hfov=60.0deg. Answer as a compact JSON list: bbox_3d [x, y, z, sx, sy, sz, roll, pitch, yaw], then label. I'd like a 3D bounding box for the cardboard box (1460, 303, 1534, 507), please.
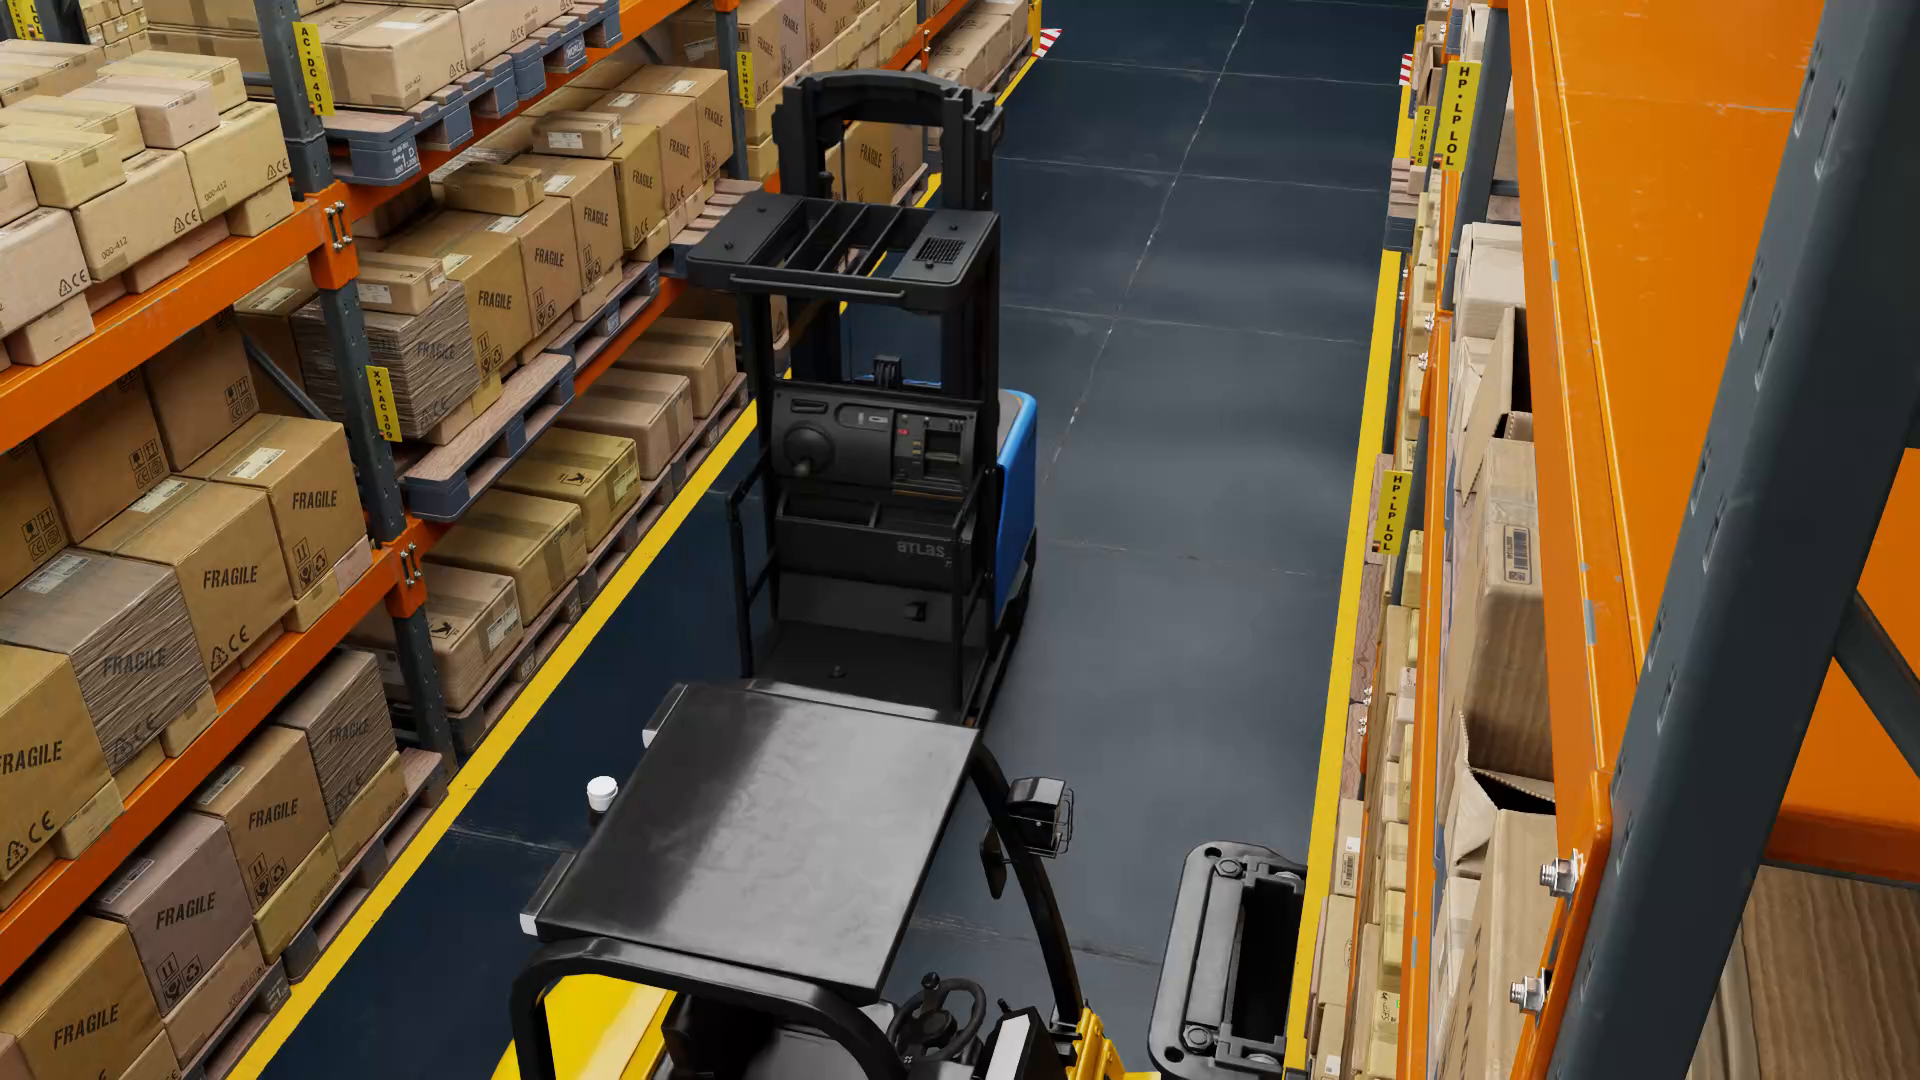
[{"bbox_3d":[1.404,-0.099,3.302,0.797,0.503,0.637,9,34,14],"label":"cardboard box"}]

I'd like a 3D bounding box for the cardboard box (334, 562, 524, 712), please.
[{"bbox_3d":[-2.671,0.419,7.923,0.950,0.372,0.625,8,33,13],"label":"cardboard box"}]

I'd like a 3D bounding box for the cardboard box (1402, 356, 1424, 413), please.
[{"bbox_3d":[2.137,-0.536,7.041,0.500,0.250,0.500,9,33,13],"label":"cardboard box"}]

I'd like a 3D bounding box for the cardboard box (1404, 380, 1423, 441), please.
[{"bbox_3d":[1.972,-0.500,6.613,0.380,0.149,0.250,7,33,11],"label":"cardboard box"}]

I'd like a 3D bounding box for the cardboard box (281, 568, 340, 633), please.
[{"bbox_3d":[-2.645,0.205,6.436,0.380,0.149,0.250,9,33,13],"label":"cardboard box"}]

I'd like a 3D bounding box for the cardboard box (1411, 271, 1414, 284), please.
[{"bbox_3d":[2.667,-1.382,8.837,0.500,0.250,0.500,8,33,13],"label":"cardboard box"}]

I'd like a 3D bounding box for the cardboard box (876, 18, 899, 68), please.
[{"bbox_3d":[-0.772,-3.797,12.636,0.500,0.250,0.500,8,33,12],"label":"cardboard box"}]

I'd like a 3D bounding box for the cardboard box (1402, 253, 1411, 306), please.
[{"bbox_3d":[3.296,-1.815,11.318,0.500,0.500,0.500,7,33,11],"label":"cardboard box"}]

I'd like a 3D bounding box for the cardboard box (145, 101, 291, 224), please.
[{"bbox_3d":[-2.654,-1.302,5.638,0.500,0.250,0.500,8,33,12],"label":"cardboard box"}]

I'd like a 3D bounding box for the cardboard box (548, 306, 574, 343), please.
[{"bbox_3d":[-2.116,-1.097,8.092,0.380,0.149,0.250,8,33,13],"label":"cardboard box"}]

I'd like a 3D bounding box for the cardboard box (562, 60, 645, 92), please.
[{"bbox_3d":[-2.125,-2.459,9.630,0.500,0.500,0.500,7,33,11],"label":"cardboard box"}]

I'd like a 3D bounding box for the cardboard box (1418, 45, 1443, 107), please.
[{"bbox_3d":[3.251,-2.735,10.338,0.797,0.503,0.637,7,33,11],"label":"cardboard box"}]

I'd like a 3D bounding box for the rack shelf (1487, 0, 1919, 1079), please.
[{"bbox_3d":[1.493,-0.588,2.900,1.077,0.370,4.000,8,33,12],"label":"rack shelf"}]

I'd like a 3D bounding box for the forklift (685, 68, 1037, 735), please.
[{"bbox_3d":[-0.432,-0.379,7.185,1.130,2.935,3.031,7,33,11],"label":"forklift"}]

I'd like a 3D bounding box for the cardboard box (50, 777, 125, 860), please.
[{"bbox_3d":[-2.967,0.869,5.391,0.380,0.149,0.250,8,33,13],"label":"cardboard box"}]

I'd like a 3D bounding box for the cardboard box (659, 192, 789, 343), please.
[{"bbox_3d":[-1.531,-1.944,11.170,0.875,0.875,0.875,8,33,12],"label":"cardboard box"}]

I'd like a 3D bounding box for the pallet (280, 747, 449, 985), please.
[{"bbox_3d":[-2.938,1.290,7.094,1.003,0.211,1.213,8,33,12],"label":"pallet"}]

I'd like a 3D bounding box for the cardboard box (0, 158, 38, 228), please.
[{"bbox_3d":[-2.920,-1.000,4.791,0.380,0.149,0.250,7,33,11],"label":"cardboard box"}]

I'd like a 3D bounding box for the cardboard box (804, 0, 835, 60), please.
[{"bbox_3d":[-1.162,-3.528,11.048,0.500,0.500,0.500,9,34,14],"label":"cardboard box"}]

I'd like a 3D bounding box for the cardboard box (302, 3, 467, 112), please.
[{"bbox_3d":[-2.266,-1.869,6.415,0.500,0.250,0.500,7,33,11],"label":"cardboard box"}]

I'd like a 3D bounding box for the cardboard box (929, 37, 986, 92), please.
[{"bbox_3d":[-0.282,-4.263,15.227,0.875,0.438,0.875,7,33,11],"label":"cardboard box"}]

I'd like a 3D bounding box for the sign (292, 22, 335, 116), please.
[{"bbox_3d":[-2.275,-1.654,5.848,0.100,0.325,0.005,8,33,12],"label":"sign"}]

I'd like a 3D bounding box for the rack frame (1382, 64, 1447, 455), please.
[{"bbox_3d":[3.015,-1.642,9.107,1.000,3.000,0.127,8,33,12],"label":"rack frame"}]

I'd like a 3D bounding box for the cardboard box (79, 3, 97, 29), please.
[{"bbox_3d":[-6.230,-3.613,11.495,0.380,0.149,0.250,7,33,11],"label":"cardboard box"}]

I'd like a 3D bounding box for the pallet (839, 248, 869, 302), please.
[{"bbox_3d":[-1.202,-2.169,12.535,1.003,0.211,1.213,8,33,12],"label":"pallet"}]

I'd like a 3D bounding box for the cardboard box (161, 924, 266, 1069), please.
[{"bbox_3d":[-2.951,1.627,6.136,0.500,0.250,0.500,9,33,13],"label":"cardboard box"}]

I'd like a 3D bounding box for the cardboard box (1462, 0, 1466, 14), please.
[{"bbox_3d":[2.565,-2.551,7.163,0.700,0.500,0.500,7,33,11],"label":"cardboard box"}]

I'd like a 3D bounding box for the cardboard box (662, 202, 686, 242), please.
[{"bbox_3d":[-1.732,-1.770,9.150,0.380,0.149,0.250,6,33,10],"label":"cardboard box"}]

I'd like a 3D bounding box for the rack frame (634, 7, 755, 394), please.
[{"bbox_3d":[-1.787,-2.316,10.167,1.000,3.000,0.127,8,33,12],"label":"rack frame"}]

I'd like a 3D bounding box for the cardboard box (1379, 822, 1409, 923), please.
[{"bbox_3d":[1.312,0.908,4.398,0.380,0.149,0.250,7,33,11],"label":"cardboard box"}]

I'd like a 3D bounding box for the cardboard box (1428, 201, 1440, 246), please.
[{"bbox_3d":[2.543,-1.557,8.275,0.380,0.149,0.250,9,34,14],"label":"cardboard box"}]

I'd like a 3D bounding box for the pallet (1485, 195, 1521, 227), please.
[{"bbox_3d":[2.212,-1.211,5.811,0.805,0.209,1.217,7,33,10],"label":"pallet"}]

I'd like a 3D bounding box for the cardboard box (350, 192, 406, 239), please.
[{"bbox_3d":[-2.741,-1.488,7.499,0.380,0.149,0.250,7,33,11],"label":"cardboard box"}]

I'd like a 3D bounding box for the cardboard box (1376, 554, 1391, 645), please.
[{"bbox_3d":[1.875,0.200,6.349,0.500,0.250,0.500,9,33,13],"label":"cardboard box"}]

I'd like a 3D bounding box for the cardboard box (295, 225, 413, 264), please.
[{"bbox_3d":[-2.782,-1.113,7.513,0.500,0.500,0.500,8,33,13],"label":"cardboard box"}]

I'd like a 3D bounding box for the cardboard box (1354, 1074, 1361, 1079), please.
[{"bbox_3d":[1.127,1.642,3.847,0.500,0.500,0.500,7,33,11],"label":"cardboard box"}]

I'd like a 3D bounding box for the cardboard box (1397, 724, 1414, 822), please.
[{"bbox_3d":[1.393,0.657,4.516,0.380,0.149,0.250,8,33,12],"label":"cardboard box"}]

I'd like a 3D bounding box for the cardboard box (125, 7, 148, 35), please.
[{"bbox_3d":[-6.088,-3.768,12.017,0.380,0.149,0.250,8,33,13],"label":"cardboard box"}]

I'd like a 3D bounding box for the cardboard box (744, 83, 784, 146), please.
[{"bbox_3d":[-1.419,-2.693,10.434,0.500,0.250,0.500,8,33,12],"label":"cardboard box"}]

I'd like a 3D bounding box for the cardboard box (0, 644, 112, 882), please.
[{"bbox_3d":[-3.051,0.661,5.114,0.500,0.500,0.500,7,33,11],"label":"cardboard box"}]

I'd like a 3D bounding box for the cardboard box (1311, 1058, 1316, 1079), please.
[{"bbox_3d":[1.314,1.936,5.184,0.500,0.250,0.500,8,33,12],"label":"cardboard box"}]

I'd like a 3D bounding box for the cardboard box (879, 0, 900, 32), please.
[{"bbox_3d":[-0.768,-4.017,12.516,0.500,0.250,0.500,9,33,14],"label":"cardboard box"}]

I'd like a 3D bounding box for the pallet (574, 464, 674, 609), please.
[{"bbox_3d":[-2.298,-0.103,9.284,1.003,0.211,1.213,8,33,12],"label":"pallet"}]

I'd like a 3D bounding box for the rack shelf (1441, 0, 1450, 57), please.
[{"bbox_3d":[3.523,-3.642,10.128,1.077,0.370,4.000,8,33,12],"label":"rack shelf"}]

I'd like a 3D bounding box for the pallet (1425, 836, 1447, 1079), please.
[{"bbox_3d":[1.190,0.918,2.367,1.003,0.211,1.213,8,33,12],"label":"pallet"}]

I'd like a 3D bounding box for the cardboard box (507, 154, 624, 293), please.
[{"bbox_3d":[-2.020,-1.572,8.235,0.500,0.500,0.500,7,33,10],"label":"cardboard box"}]

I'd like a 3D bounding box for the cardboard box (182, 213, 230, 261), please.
[{"bbox_3d":[-2.736,-1.076,5.654,0.380,0.149,0.250,8,33,13],"label":"cardboard box"}]

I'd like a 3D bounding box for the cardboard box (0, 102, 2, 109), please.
[{"bbox_3d":[-3.311,-1.343,5.331,0.380,0.149,0.250,7,33,11],"label":"cardboard box"}]

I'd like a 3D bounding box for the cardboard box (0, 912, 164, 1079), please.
[{"bbox_3d":[-3.076,1.578,5.514,0.500,0.500,0.500,9,33,13],"label":"cardboard box"}]

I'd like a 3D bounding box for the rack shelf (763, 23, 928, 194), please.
[{"bbox_3d":[-1.279,-3.050,11.992,1.077,0.370,4.000,8,33,12],"label":"rack shelf"}]

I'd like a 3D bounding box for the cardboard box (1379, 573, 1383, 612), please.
[{"bbox_3d":[2.515,0.194,8.040,0.875,0.625,0.625,7,33,10],"label":"cardboard box"}]

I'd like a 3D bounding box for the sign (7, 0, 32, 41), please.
[{"bbox_3d":[-6.063,-3.352,10.717,0.100,0.325,0.005,8,33,12],"label":"sign"}]
